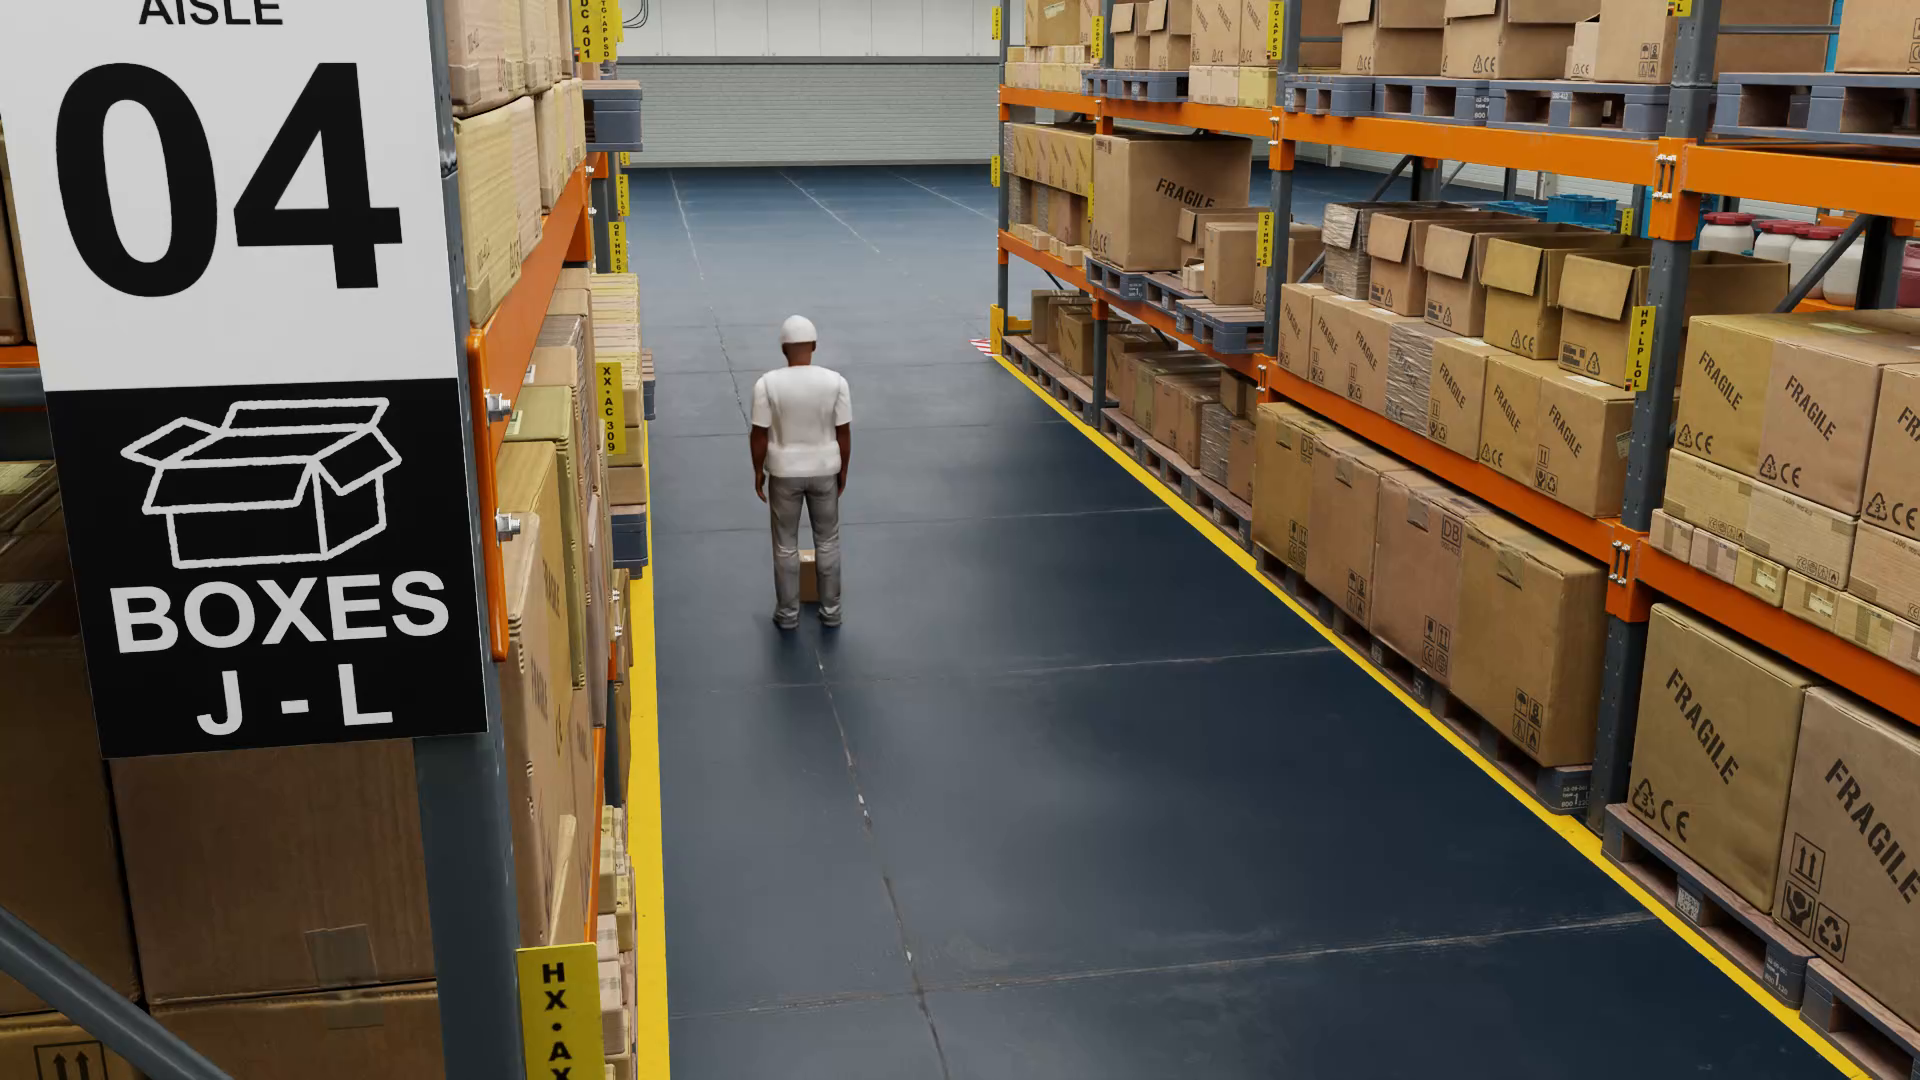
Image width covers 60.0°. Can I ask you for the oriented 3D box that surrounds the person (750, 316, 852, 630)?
[{"bbox_3d":[-0.884,-0.375,9.283,0.564,1.763,0.360,-3,17,-10],"label":"person"}]
